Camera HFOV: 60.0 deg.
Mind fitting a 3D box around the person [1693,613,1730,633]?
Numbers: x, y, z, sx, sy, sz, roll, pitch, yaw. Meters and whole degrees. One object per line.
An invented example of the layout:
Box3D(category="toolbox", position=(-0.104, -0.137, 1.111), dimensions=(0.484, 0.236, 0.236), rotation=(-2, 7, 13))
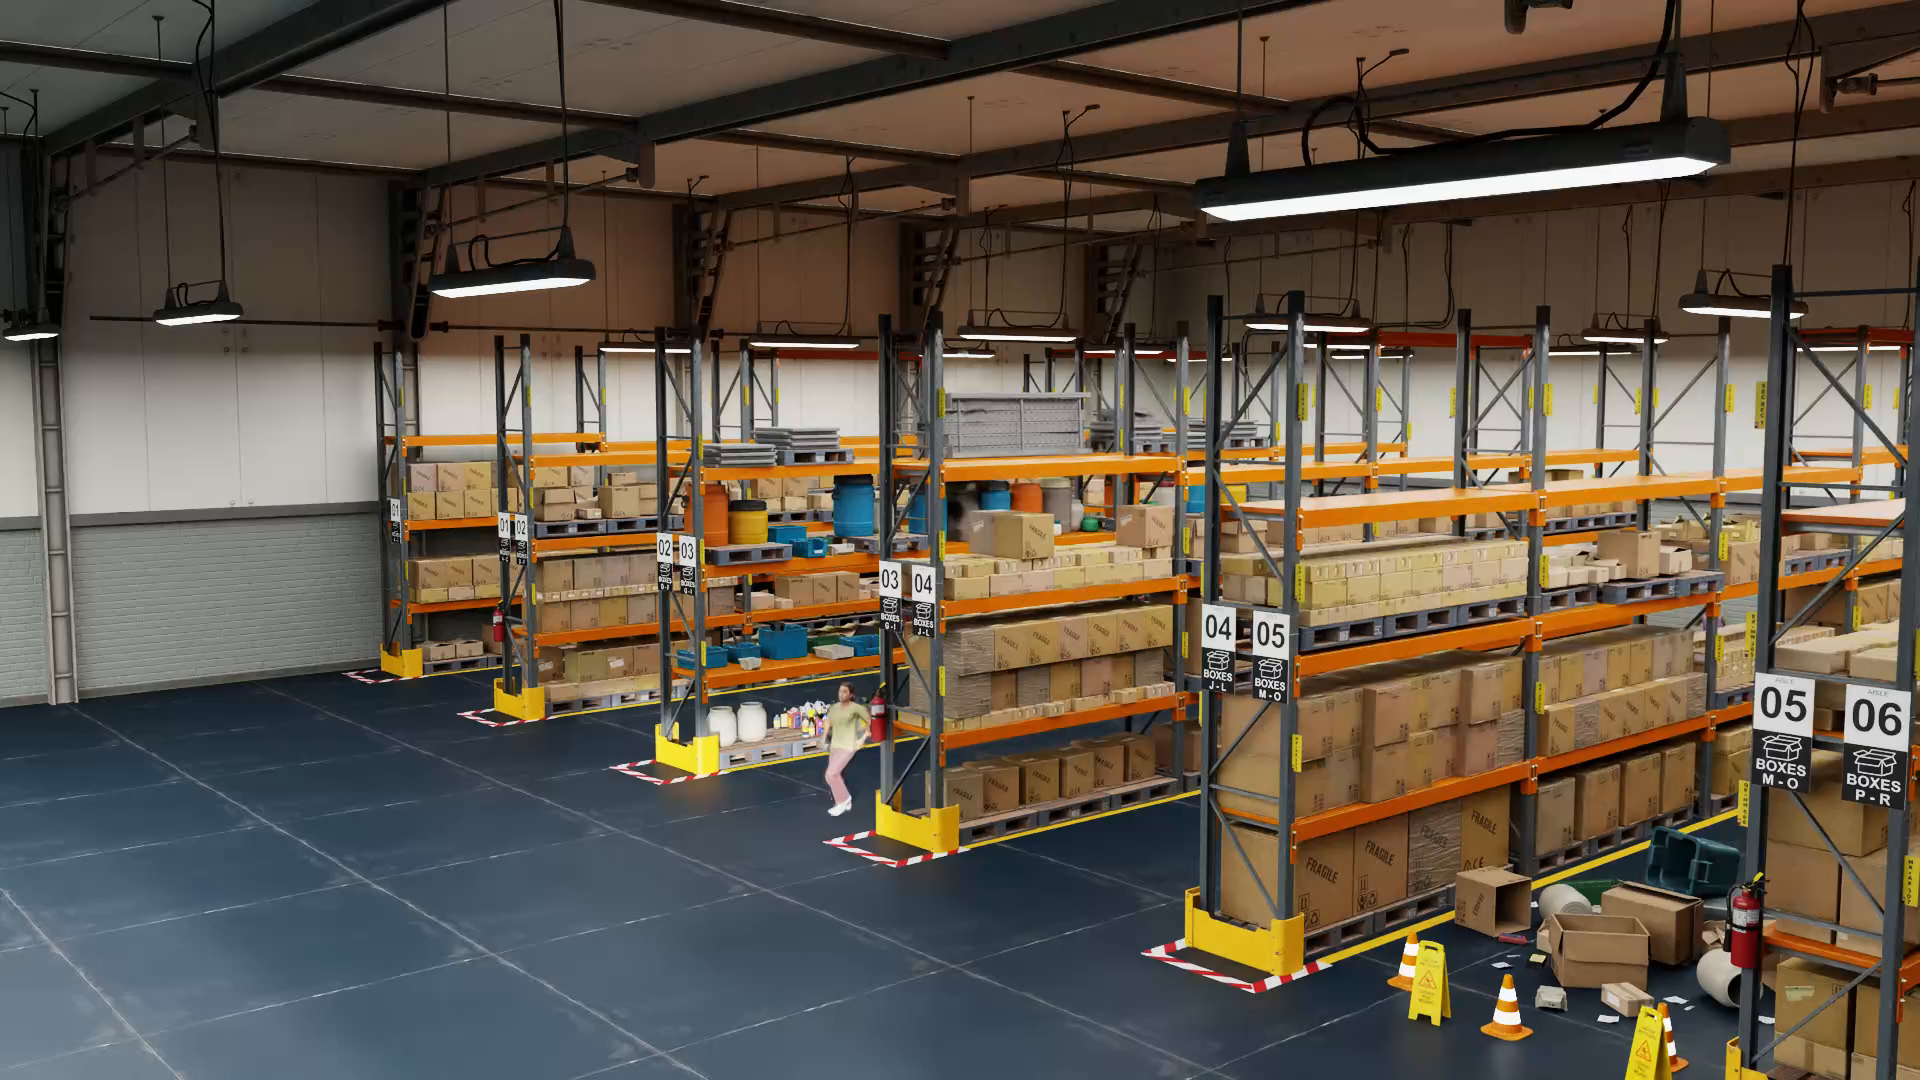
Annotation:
Box3D(category="person", position=(12.719, 1.823, 28.110), dimensions=(0.572, 1.603, 0.778), rotation=(1, 5, 15))

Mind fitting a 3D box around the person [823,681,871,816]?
Box3D(category="person", position=(-1.425, 2.526, 20.042), dimensions=(0.626, 1.650, 0.540), rotation=(4, 7, 41))
